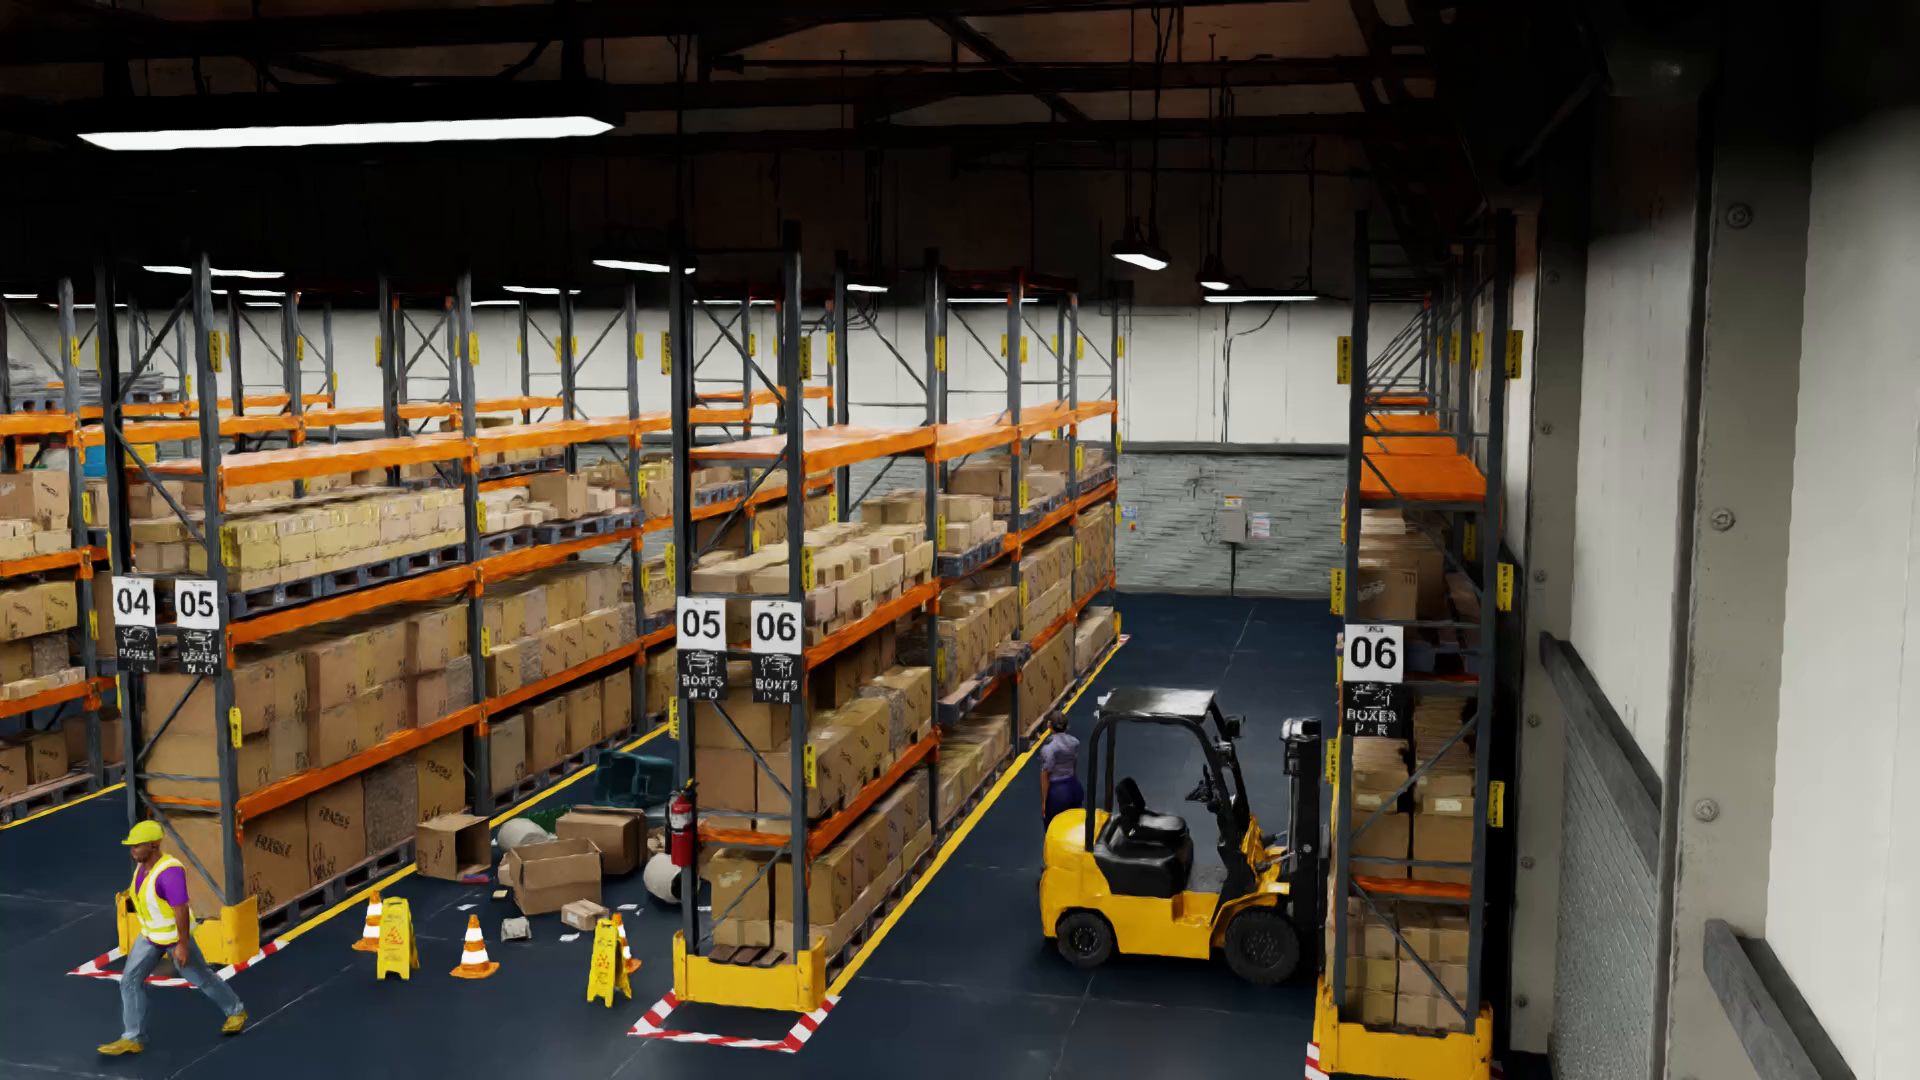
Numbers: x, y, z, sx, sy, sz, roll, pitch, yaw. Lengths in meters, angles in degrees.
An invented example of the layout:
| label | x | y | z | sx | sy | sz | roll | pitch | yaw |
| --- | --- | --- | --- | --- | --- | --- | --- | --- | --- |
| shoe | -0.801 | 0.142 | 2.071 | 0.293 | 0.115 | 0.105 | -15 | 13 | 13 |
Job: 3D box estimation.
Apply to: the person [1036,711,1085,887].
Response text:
| label | x | y | z | sx | sy | sz | roll | pitch | yaw |
| --- | --- | --- | --- | --- | --- | --- | --- | --- | --- |
| person | 0.902 | 2.429 | 15.751 | 0.471 | 1.652 | 0.523 | 7 | 10 | 44 |

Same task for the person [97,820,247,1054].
| label | x | y | z | sx | sy | sz | roll | pitch | yaw |
| --- | --- | --- | --- | --- | --- | --- | --- | --- | --- |
| person | -5.752 | 2.856 | 12.112 | 0.613 | 1.712 | 0.971 | 5 | 8 | 34 |
